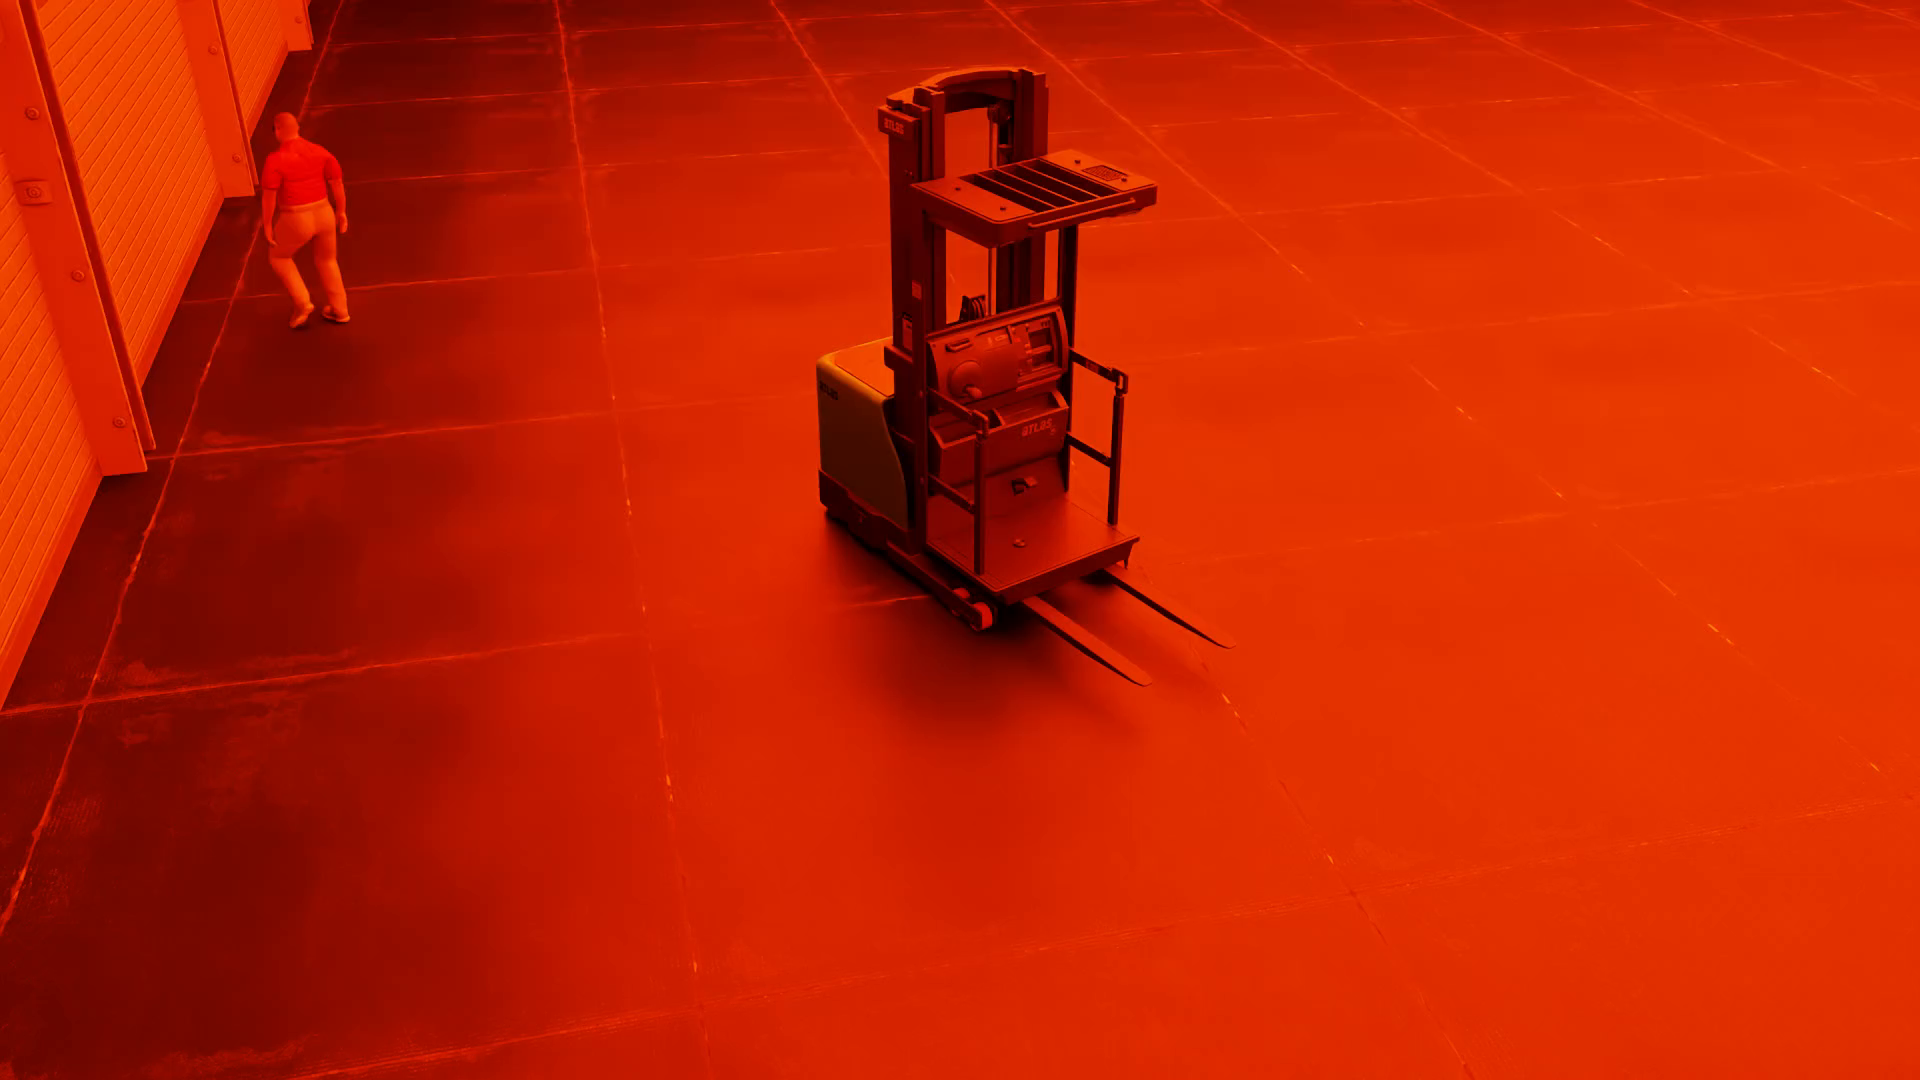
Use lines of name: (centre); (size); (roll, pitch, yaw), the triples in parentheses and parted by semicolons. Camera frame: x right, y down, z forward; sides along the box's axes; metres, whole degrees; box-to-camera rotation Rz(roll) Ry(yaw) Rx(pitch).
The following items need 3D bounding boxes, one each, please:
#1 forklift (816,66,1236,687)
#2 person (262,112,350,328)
forklift: (0.355, -1.021, 9.338); (1.130, 2.935, 3.031); (-20, 35, -30)
person: (-5.227, -2.540, 13.208); (0.468, 1.733, 0.661); (26, 39, 37)
